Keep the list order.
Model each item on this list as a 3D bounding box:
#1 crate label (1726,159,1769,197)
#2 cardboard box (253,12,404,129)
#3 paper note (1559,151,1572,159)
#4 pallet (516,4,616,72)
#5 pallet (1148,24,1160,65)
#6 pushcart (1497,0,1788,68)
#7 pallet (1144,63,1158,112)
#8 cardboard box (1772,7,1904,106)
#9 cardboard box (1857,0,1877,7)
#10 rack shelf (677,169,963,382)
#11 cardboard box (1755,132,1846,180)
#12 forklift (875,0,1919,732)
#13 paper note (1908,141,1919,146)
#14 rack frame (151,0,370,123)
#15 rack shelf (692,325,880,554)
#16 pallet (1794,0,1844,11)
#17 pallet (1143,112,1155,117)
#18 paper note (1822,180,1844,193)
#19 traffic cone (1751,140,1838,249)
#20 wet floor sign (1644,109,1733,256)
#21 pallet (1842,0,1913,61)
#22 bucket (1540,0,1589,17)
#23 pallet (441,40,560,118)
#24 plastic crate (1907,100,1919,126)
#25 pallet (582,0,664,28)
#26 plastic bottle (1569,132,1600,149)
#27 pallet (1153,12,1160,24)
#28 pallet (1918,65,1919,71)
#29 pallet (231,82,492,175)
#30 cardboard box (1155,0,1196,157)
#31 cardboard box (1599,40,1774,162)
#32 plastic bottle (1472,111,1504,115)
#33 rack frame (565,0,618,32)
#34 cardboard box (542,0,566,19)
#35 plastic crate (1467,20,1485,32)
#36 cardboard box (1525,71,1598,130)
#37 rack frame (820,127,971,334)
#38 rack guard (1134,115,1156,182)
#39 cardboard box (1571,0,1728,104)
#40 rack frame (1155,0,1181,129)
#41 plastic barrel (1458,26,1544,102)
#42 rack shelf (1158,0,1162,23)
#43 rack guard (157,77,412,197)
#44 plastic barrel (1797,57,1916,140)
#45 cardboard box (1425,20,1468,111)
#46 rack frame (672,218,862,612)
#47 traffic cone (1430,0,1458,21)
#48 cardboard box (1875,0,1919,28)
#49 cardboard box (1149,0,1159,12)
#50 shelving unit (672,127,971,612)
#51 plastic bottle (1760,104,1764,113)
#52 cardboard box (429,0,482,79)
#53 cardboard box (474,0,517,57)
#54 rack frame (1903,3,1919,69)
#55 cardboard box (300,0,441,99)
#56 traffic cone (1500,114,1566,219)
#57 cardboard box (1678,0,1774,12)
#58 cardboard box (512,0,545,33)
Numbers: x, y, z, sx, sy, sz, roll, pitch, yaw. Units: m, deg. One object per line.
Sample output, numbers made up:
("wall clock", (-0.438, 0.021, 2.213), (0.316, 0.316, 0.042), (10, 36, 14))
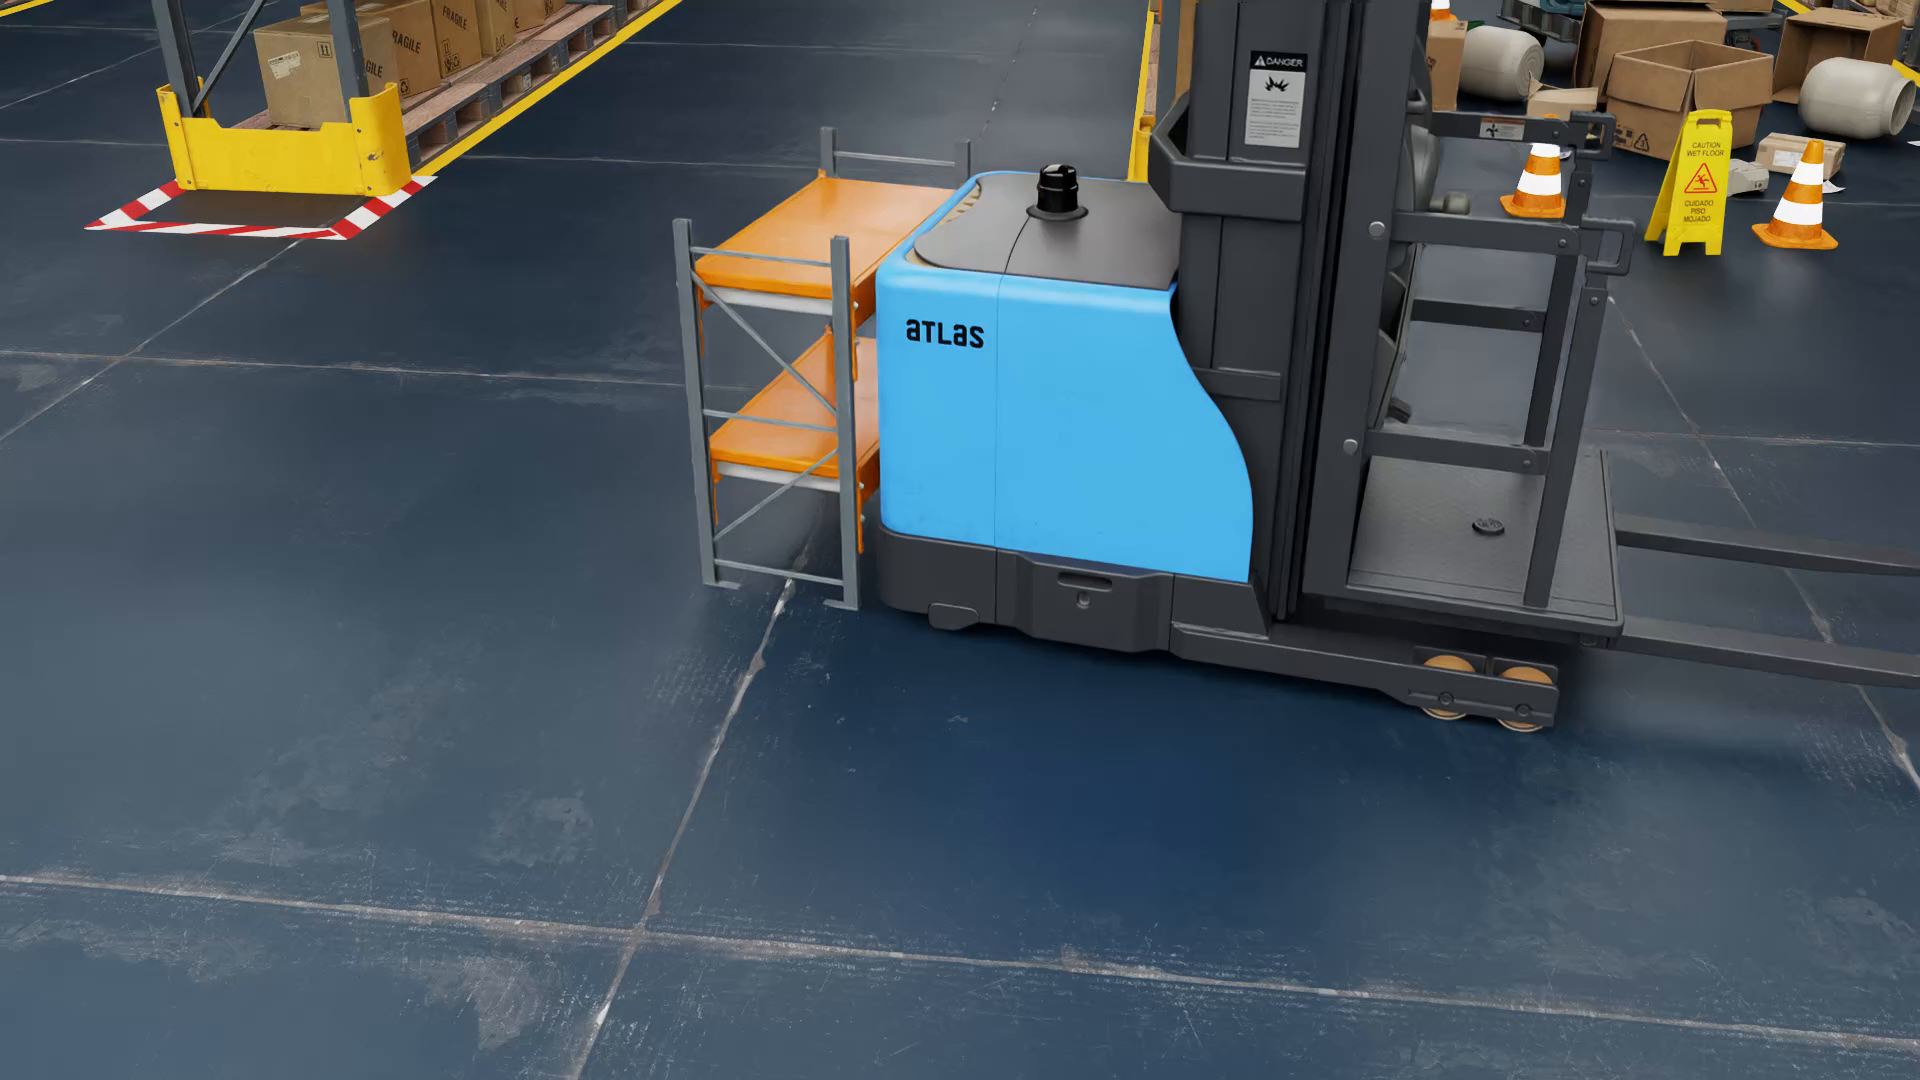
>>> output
("crate label", (4.007, -1.874, 8.584), (0.250, 0.136, 0.298), (-11, 30, -20))
("cardboard box", (-3.399, -2.532, 8.980), (0.500, 0.500, 0.500), (9, 30, 16))
("paper note", (3.290, -2.131, 9.175), (0.144, 0.017, 0.142), (14, 31, 24))
("pallet", (-3.049, -3.492, 11.509), (1.003, 0.211, 1.213), (3, 28, 6))
("pallet", (1.738, -3.121, 10.820), (1.003, 0.211, 1.213), (3, 28, 6))
("pushcart", (4.565, -3.416, 11.193), (1.648, 0.377, 0.936), (-6, 29, -11))
("pallet", (1.591, -2.545, 9.751), (1.003, 0.211, 1.213), (3, 28, 6))
("cardboard box", (5.352, -2.937, 10.172), (0.500, 0.500, 0.500), (-24, 36, -37))
("cardboard box", (6.980, -4.075, 11.980), (0.950, 0.372, 0.625), (5, 29, 9))
("rack shelf", (-0.369, -0.817, 4.963), (0.538, 0.278, 1.000), (9, 30, 16))
("cardboard box", (4.499, -2.058, 8.913), (0.380, 0.149, 0.250), (20, 34, 32))
("forklift", (1.338, -1.073, 4.152), (3.031, 2.935, 1.130), (8, 29, 15))
("paper note", (5.451, -2.237, 9.370), (0.142, 0.019, 0.148), (-6, 29, -11))
("rack frame", (-3.492, -3.155, 7.943), (1.000, 3.000, 0.127), (3, 28, 6))
("rack shelf", (-0.369, -0.344, 5.218), (0.538, 0.278, 1.000), (9, 30, 16))
("pallet", (7.075, -4.177, 12.780), (1.003, 0.211, 1.213), (3, 28, 6))
("pallet", (1.439, -1.972, 8.688), (1.003, 0.211, 1.213), (3, 28, 6))
("paper note", (4.484, -1.832, 8.619), (0.148, 0.019, 0.142), (-6, 29, -11))
("traffic cone", (3.973, -1.644, 7.813), (0.336, 0.463, 0.334), (3, 28, 6))
("wet floor sign", (3.380, -1.654, 7.639), (0.267, 0.644, 0.232), (-1, 28, -3))
("pallet", (6.928, -3.601, 11.711), (1.003, 0.211, 1.213), (3, 28, 6))
("bucket", (4.180, -3.732, 10.863), (0.726, 0.611, 0.620), (14, 21, 24))
("pallet", (-3.196, -2.916, 10.440), (1.003, 0.211, 1.213), (3, 28, 6))
("plastic crate", (5.827, -2.485, 9.778), (0.402, 0.080, 0.583), (-6, 29, -11))
("pallet", (-2.908, -4.177, 12.780), (1.003, 0.211, 1.213), (3, 28, 6))
("plastic bottle", (3.491, -2.280, 9.419), (0.133, 0.061, 0.283), (-6, 29, -11))
("pallet", (1.928, -3.842, 12.158), (1.003, 0.211, 1.213), (3, 28, 6))
("pallet", (6.786, -2.916, 10.440), (1.003, 0.211, 1.213), (3, 28, 6))
("pallet", (-3.348, -2.343, 9.377), (1.003, 0.211, 1.213), (3, 28, 6))
("cardboard box", (1.436, -2.391, 8.324), (0.875, 0.875, 0.875), (4, 29, 6))
("cardboard box", (4.046, -2.454, 9.274), (0.797, 0.503, 0.637), (-17, 33, -29))
("plastic bottle", (3.100, -2.478, 9.785), (0.283, 0.061, 0.133), (-6, 29, -11))
("rack frame", (-3.002, -5.038, 11.438), (1.000, 3.000, 0.127), (3, 28, 6))
("cardboard box", (-3.090, -3.936, 11.586), (0.500, 0.500, 0.500), (3, 28, 5))
("plastic crate", (3.187, -3.331, 11.175), (0.450, 0.188, 0.662), (9, 28, 37))
("cardboard box", (3.526, -2.582, 9.763), (0.396, 0.266, 0.258), (8, 29, 15))
("rack frame", (-0.207, -0.788, 5.526), (0.500, 1.125, 0.032), (9, 30, 16))
("rack guard", (1.416, -1.707, 7.892), (1.175, 0.500, 0.348), (3, 28, 6))
("cardboard box", (4.153, -2.954, 10.060), (0.797, 0.637, 0.503), (3, 28, 6))
("rack frame", (1.418, -2.819, 7.320), (1.000, 3.000, 0.127), (3, 28, 6))
("plastic barrel", (3.292, -2.944, 10.269), (0.421, 0.421, 0.512), (-24, 36, -37))
("rack shelf", (1.664, -3.444, 9.238), (1.077, 0.370, 4.000), (3, 28, 6))
("rack guard", (-3.482, -2.090, 8.602), (1.175, 0.500, 0.348), (3, 28, 6))
("plastic barrel", (5.094, -2.505, 9.453), (0.421, 0.421, 0.512), (-24, 36, -37))
("cardboard box", (2.737, -2.812, 9.940), (0.500, 0.500, 0.500), (8, 29, 15))
("rack frame", (-0.531, -0.331, 4.678), (0.500, 1.125, 0.032), (9, 30, 16))
("traffic cone", (3.572, -4.128, 12.425), (0.336, 0.463, 0.334), (3, 28, 6))
("cardboard box", (6.895, -3.737, 11.351), (0.950, 0.372, 0.625), (4, 29, 7))
("cardboard box", (1.895, -4.194, 11.801), (1.050, 0.750, 0.750), (3, 28, 6))
("shelving unit", (-0.369, -0.559, 5.102), (0.538, 1.125, 1.048), (9, 30, 16))
("plastic bottle", (4.814, -2.670, 10.141), (0.133, 0.061, 0.283), (8, 29, 15))
("cardboard box", (-3.264, -3.109, 10.051), (0.500, 0.500, 0.500), (6, 29, 11))
("cardboard box", (-3.151, -3.369, 10.534), (0.500, 0.500, 0.500), (1, 28, 2))
("rack frame", (6.834, -4.462, 10.369), (1.000, 3.000, 0.127), (3, 28, 6))
("cardboard box", (-3.359, -2.816, 9.506), (0.500, 0.500, 0.500), (11, 30, 19))
("traffic cone", (2.893, -1.870, 8.232), (0.336, 0.463, 0.334), (3, 28, 6))
("cardboard box", (5.063, -3.784, 10.948), (0.500, 0.500, 0.500), (3, 28, 6))
("cardboard box", (-3.153, -3.666, 11.085), (0.500, 0.500, 0.500), (13, 31, 22))
